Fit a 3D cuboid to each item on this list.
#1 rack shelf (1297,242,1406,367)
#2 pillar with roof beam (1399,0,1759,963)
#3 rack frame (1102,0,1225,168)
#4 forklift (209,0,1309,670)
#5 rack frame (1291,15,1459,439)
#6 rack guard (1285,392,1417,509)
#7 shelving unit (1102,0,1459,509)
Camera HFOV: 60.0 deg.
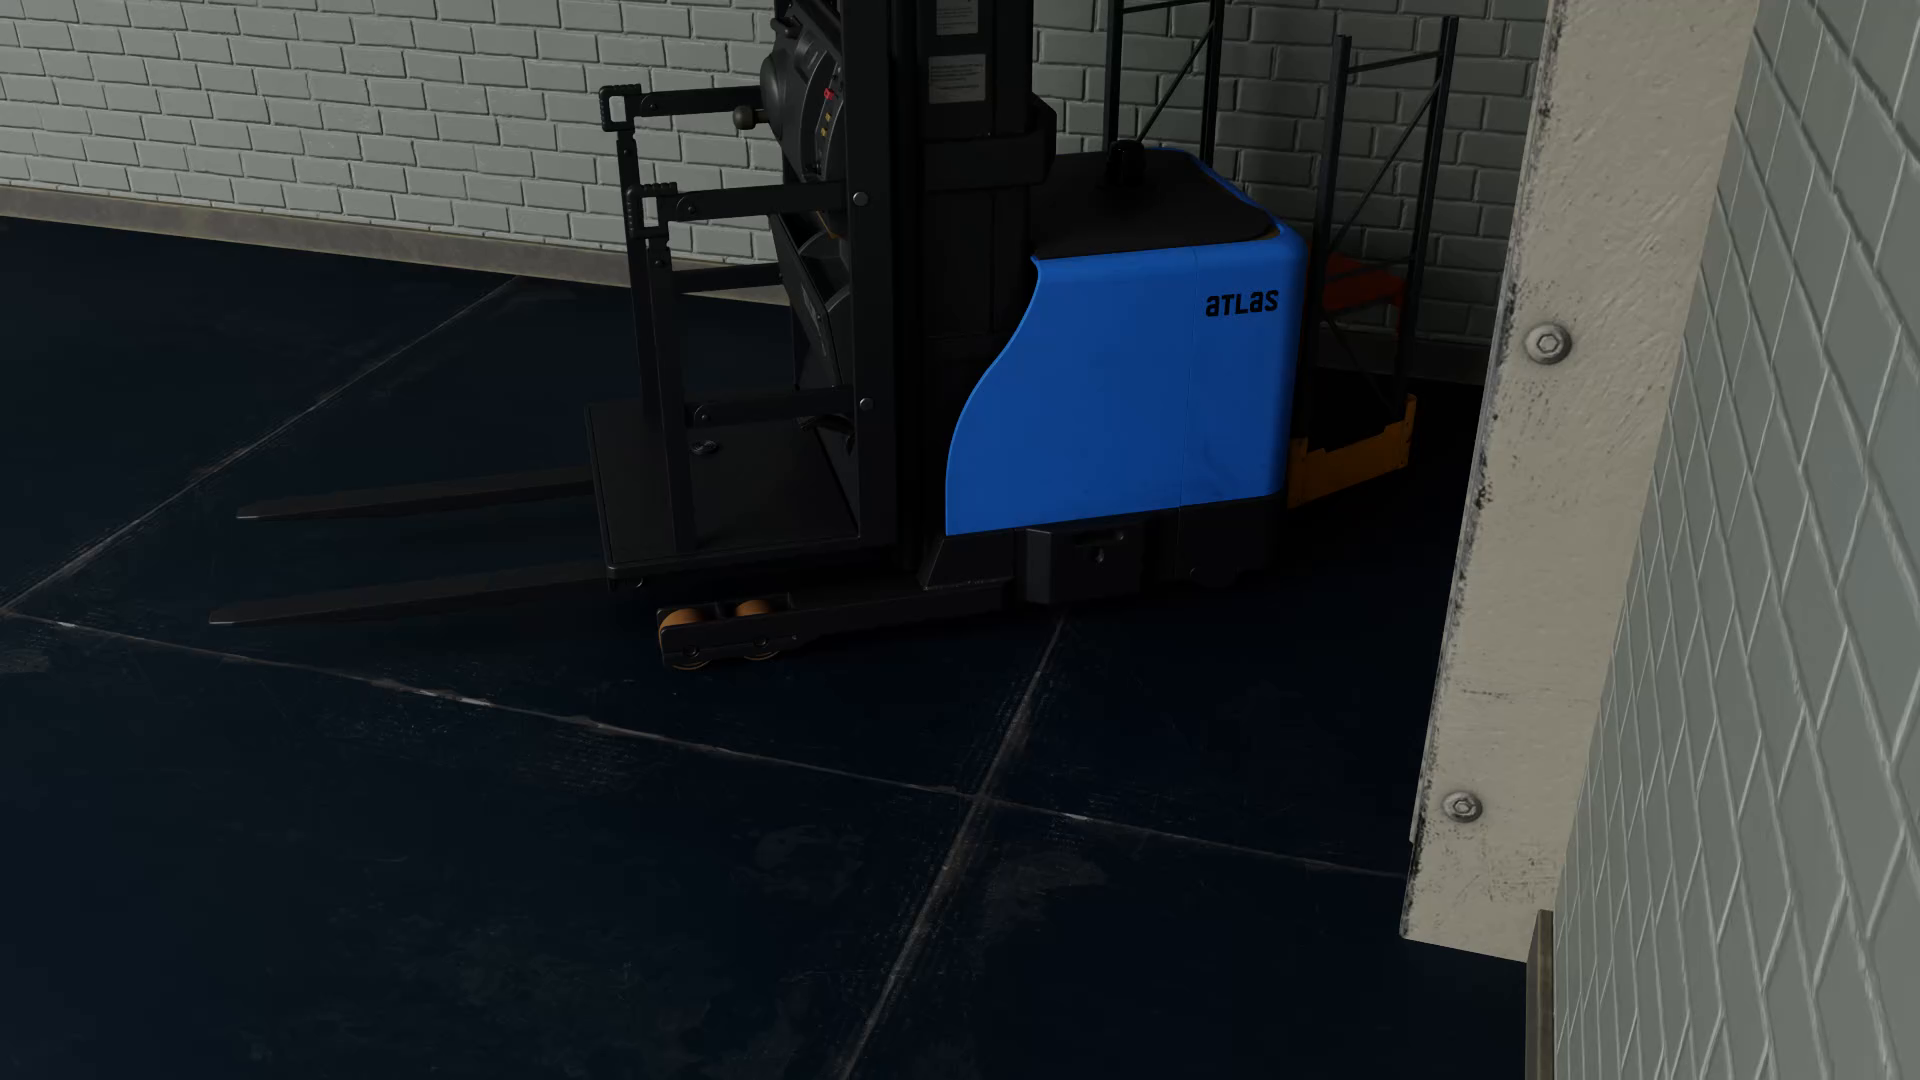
[{"bbox_3d":[0.995,-0.896,5.688,0.538,0.185,1.000,-19,34,-30],"label":"rack shelf"},{"bbox_3d":[-2.940,-3.740,2.717,9.100,9.000,0.400,8,30,15],"label":"pillar with roof beam"},{"bbox_3d":[0.706,-1.257,5.966,0.500,1.500,0.032,-19,34,-30],"label":"rack frame"},{"bbox_3d":[-0.603,-1.205,4.402,3.031,2.935,1.130,-7,30,-13],"label":"forklift"},{"bbox_3d":[1.283,-0.850,5.235,0.500,1.500,0.032,-19,34,-30],"label":"rack frame"},{"bbox_3d":[1.283,-0.304,5.539,0.587,0.250,0.087,-19,34,-30],"label":"rack guard"},{"bbox_3d":[1.000,-1.049,5.594,0.587,1.500,1.083,-19,34,-30],"label":"shelving unit"}]
